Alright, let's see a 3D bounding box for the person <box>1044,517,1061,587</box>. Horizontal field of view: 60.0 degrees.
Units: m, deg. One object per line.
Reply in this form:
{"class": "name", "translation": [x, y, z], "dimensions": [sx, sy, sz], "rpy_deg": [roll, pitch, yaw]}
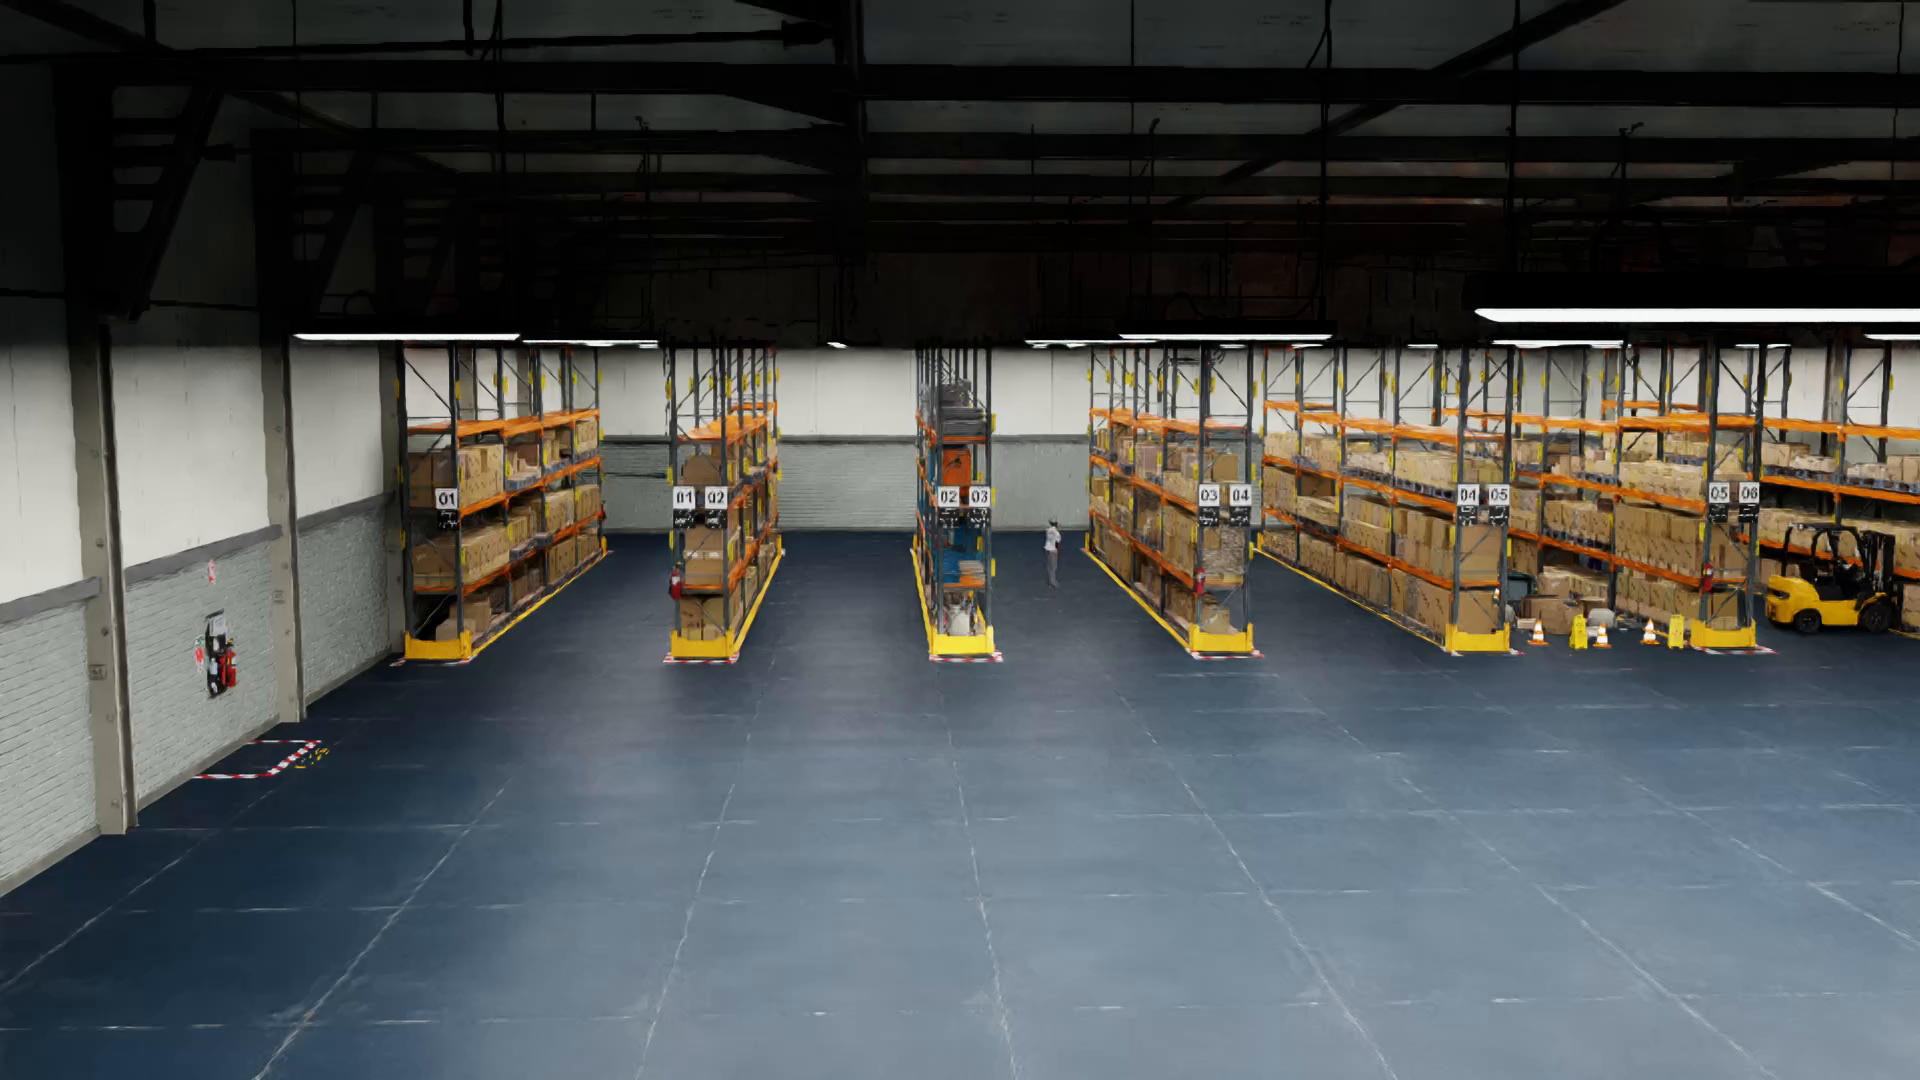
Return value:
{"class": "person", "translation": [2.287, 0.291, 40.456], "dimensions": [0.440, 1.671, 0.552], "rpy_deg": [-4, 8, -30]}

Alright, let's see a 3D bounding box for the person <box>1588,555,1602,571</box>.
{"class": "person", "translation": [16.226, 0.053, 42.663], "dimensions": [0.549, 1.642, 0.599], "rpy_deg": [3, 7, 27]}

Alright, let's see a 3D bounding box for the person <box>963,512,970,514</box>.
{"class": "person", "translation": [0.274, -0.729, 49.648], "dimensions": [0.499, 1.587, 1.074], "rpy_deg": [-1, 7, -5]}
